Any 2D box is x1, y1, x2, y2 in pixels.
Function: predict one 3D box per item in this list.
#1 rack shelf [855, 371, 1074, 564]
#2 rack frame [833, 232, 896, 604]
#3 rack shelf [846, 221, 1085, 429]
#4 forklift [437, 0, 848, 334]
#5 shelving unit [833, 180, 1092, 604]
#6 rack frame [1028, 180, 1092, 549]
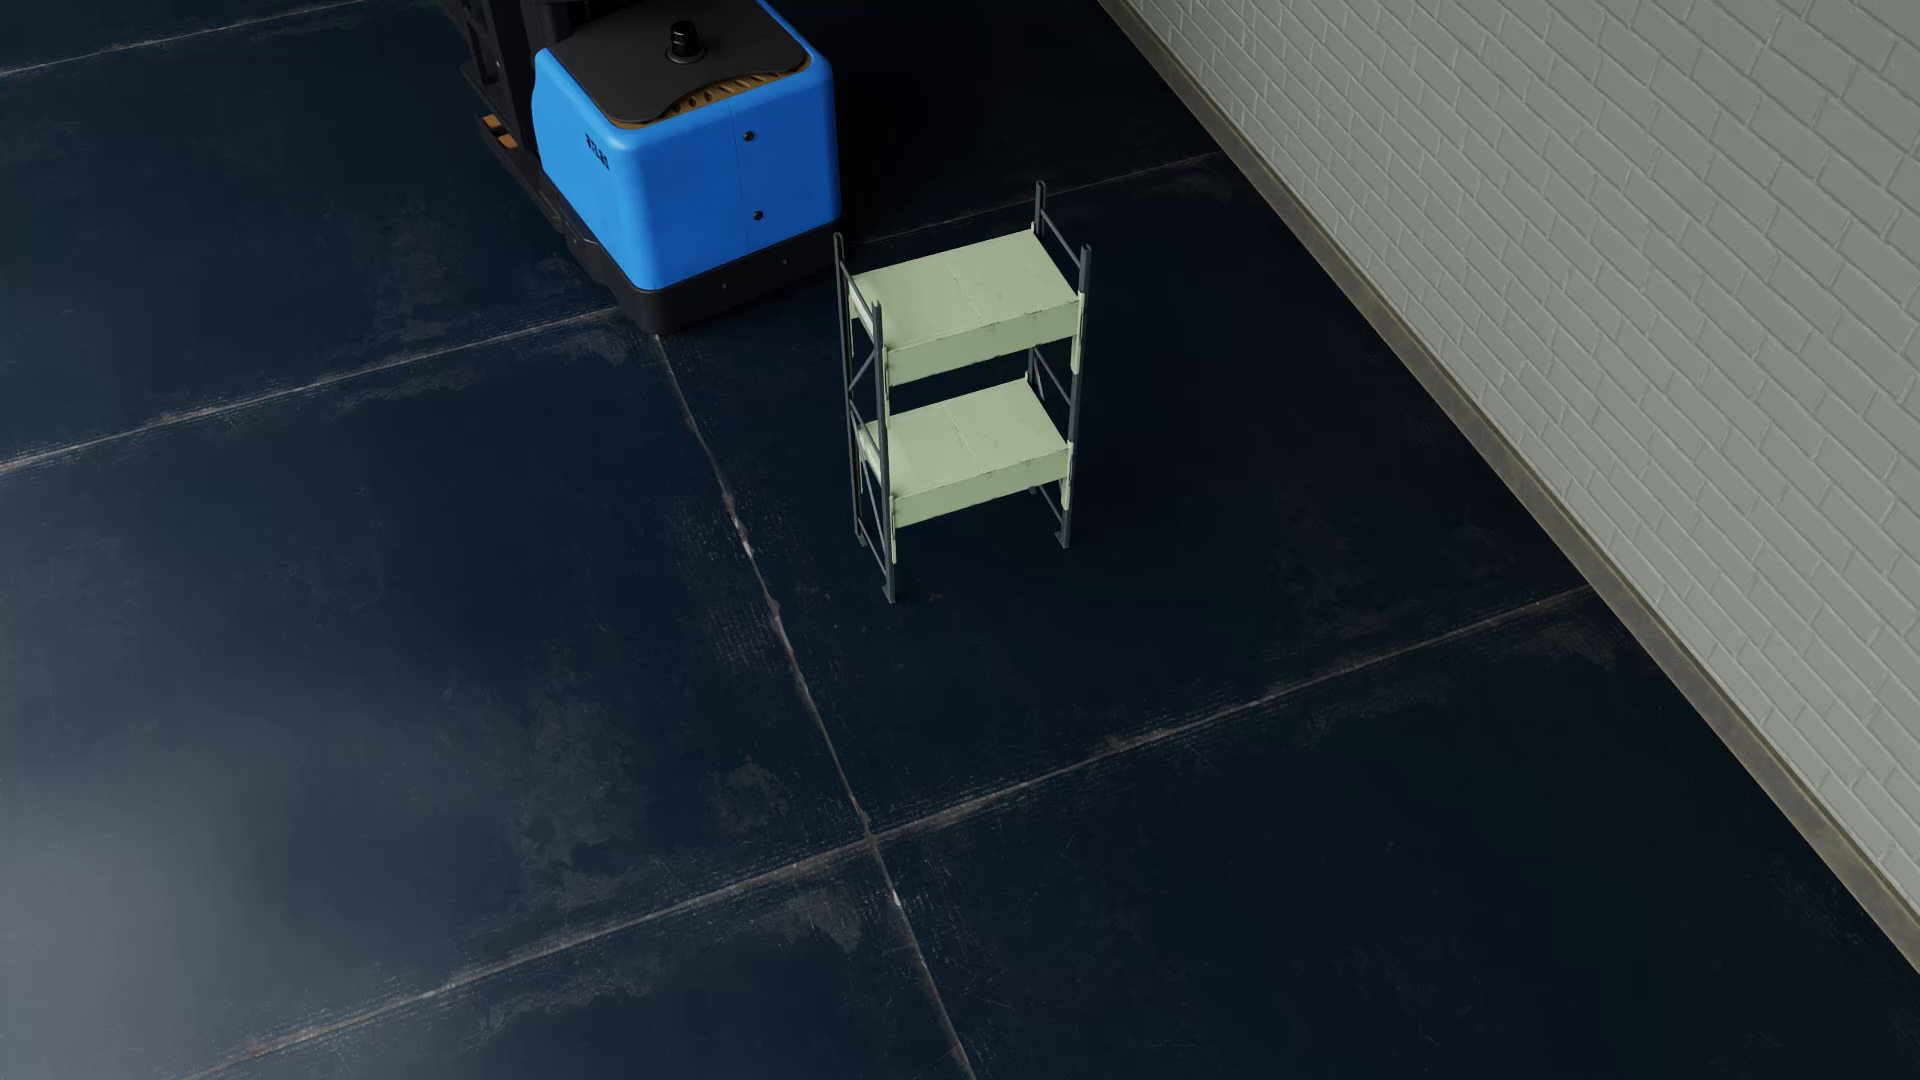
[{"bbox_3d":[0.006,-0.278,6.271,0.720,0.370,0.431,-17,52,-14],"label":"rack shelf"},{"bbox_3d":[-0.333,-0.386,5.933,0.023,1.500,0.400,-17,52,-14],"label":"rack frame"},{"bbox_3d":[0.006,-0.745,5.727,0.720,0.370,0.431,-17,52,-14],"label":"rack shelf"},{"bbox_3d":[-1.733,-2.956,7.197,1.130,2.935,3.031,-26,54,-21],"label":"forklift"},{"bbox_3d":[0.006,-0.491,6.023,0.755,1.500,0.431,-17,52,-14],"label":"shelving unit"},{"bbox_3d":[0.345,-0.596,6.114,0.023,1.500,0.400,-17,52,-14],"label":"rack frame"}]
